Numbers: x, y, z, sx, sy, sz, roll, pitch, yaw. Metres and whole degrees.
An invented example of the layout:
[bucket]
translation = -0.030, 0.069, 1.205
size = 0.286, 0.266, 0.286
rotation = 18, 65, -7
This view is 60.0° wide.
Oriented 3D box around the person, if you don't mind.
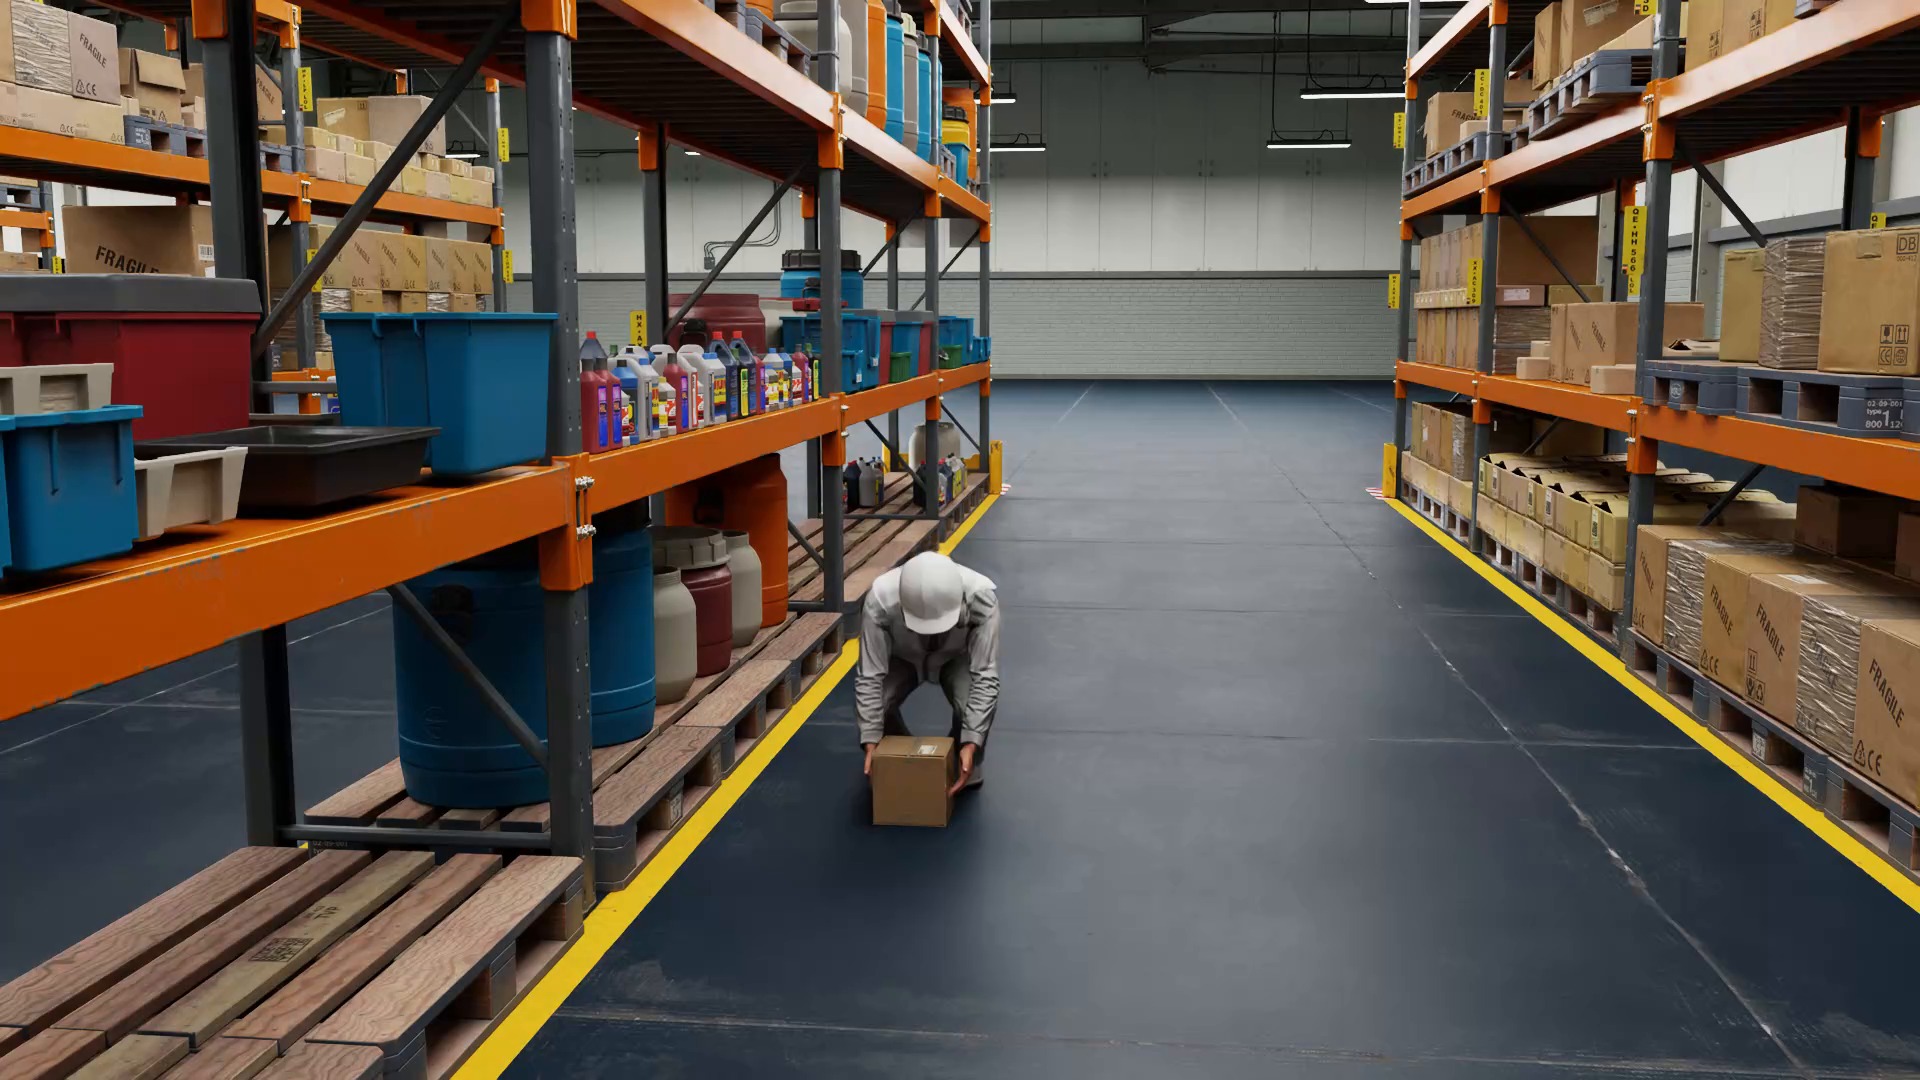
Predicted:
[person]
translation = -0.110, 0.453, 6.001
size = 0.538, 0.930, 0.913
rotation = 1, 8, 6
